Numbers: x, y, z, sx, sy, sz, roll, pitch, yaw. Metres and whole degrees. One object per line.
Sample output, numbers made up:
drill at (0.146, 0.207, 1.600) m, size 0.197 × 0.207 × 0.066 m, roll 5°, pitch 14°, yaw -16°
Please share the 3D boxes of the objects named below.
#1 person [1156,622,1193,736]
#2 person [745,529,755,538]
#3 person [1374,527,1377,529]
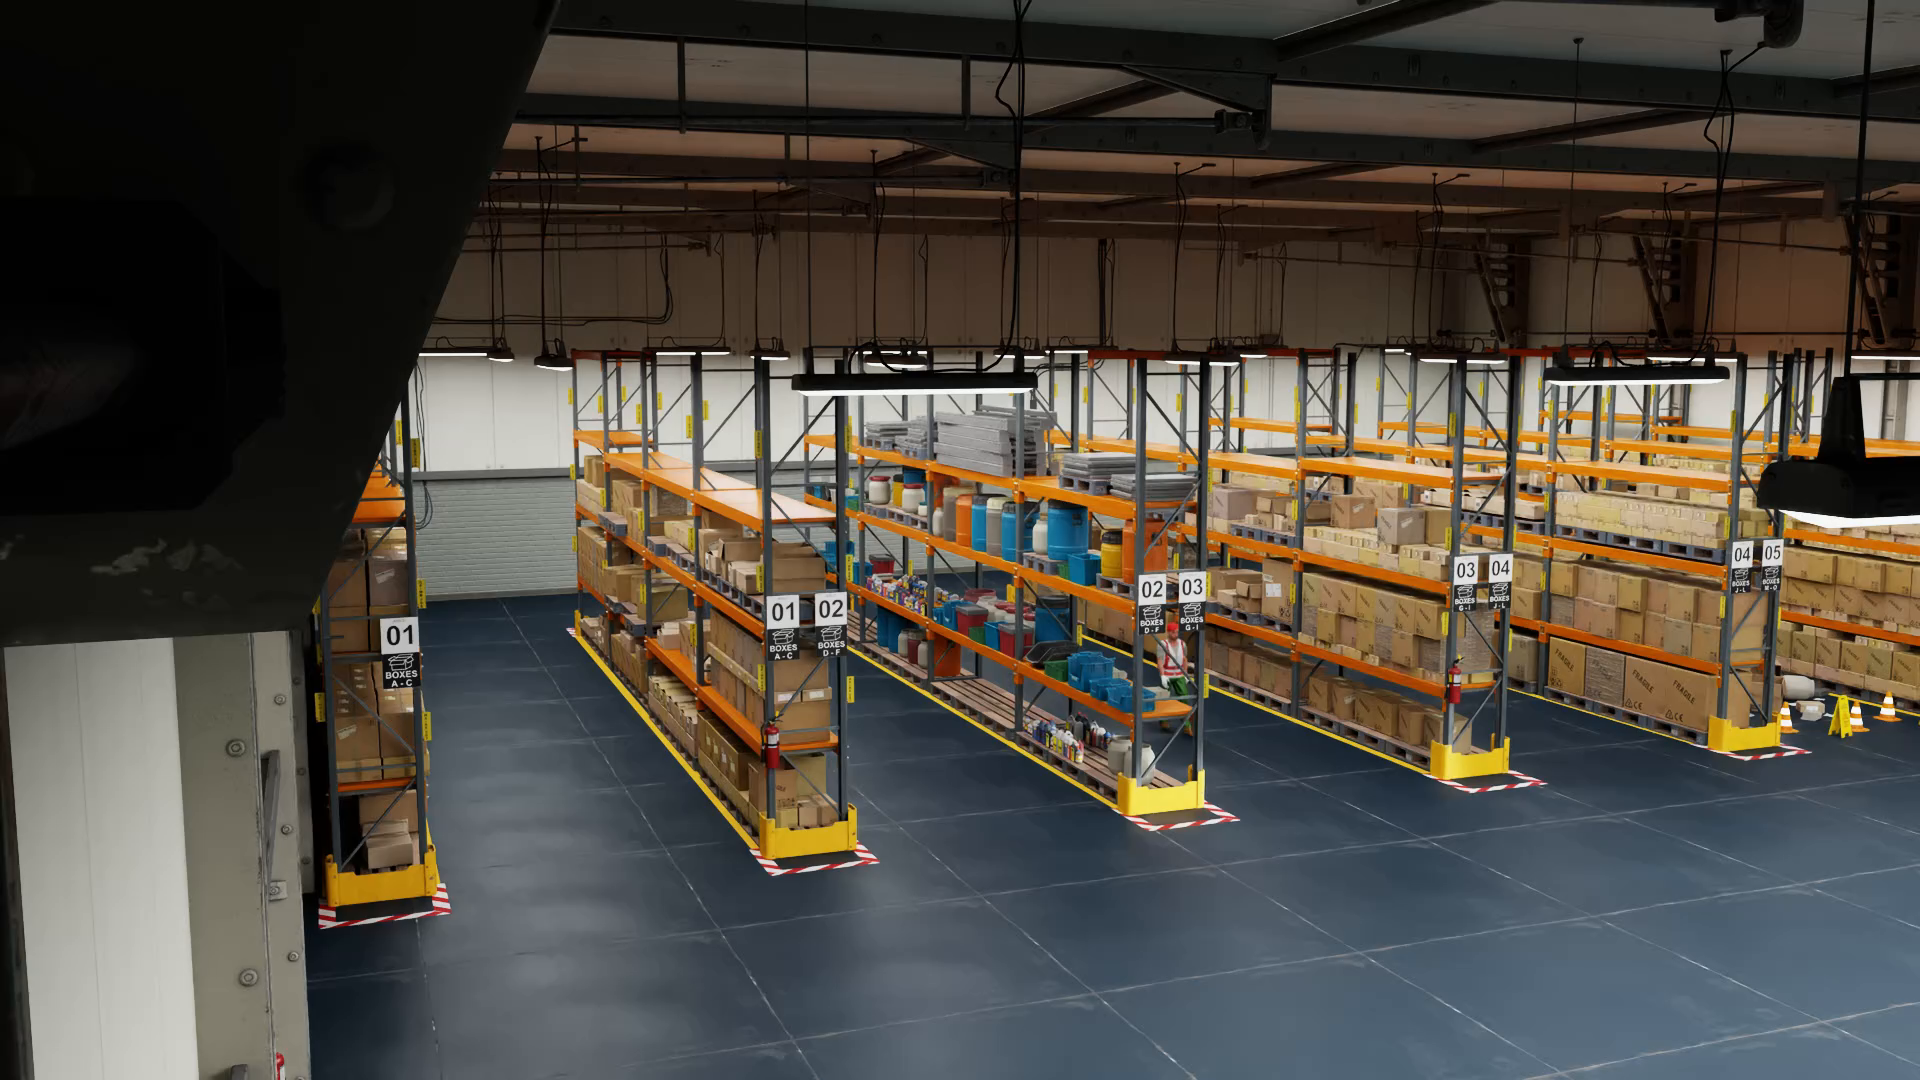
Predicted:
person at (3.408, 2.171, 26.292) m, size 0.587 × 1.742 × 0.925 m, roll -2°, pitch 7°, yaw -12°
person at (-5.172, 0.492, 40.521) m, size 1.073 × 1.612 × 0.459 m, roll 0°, pitch 7°, yaw -1°
person at (10.042, 0.548, 39.702) m, size 0.923 × 1.713 × 0.631 m, roll 3°, pitch 8°, yaw 23°
